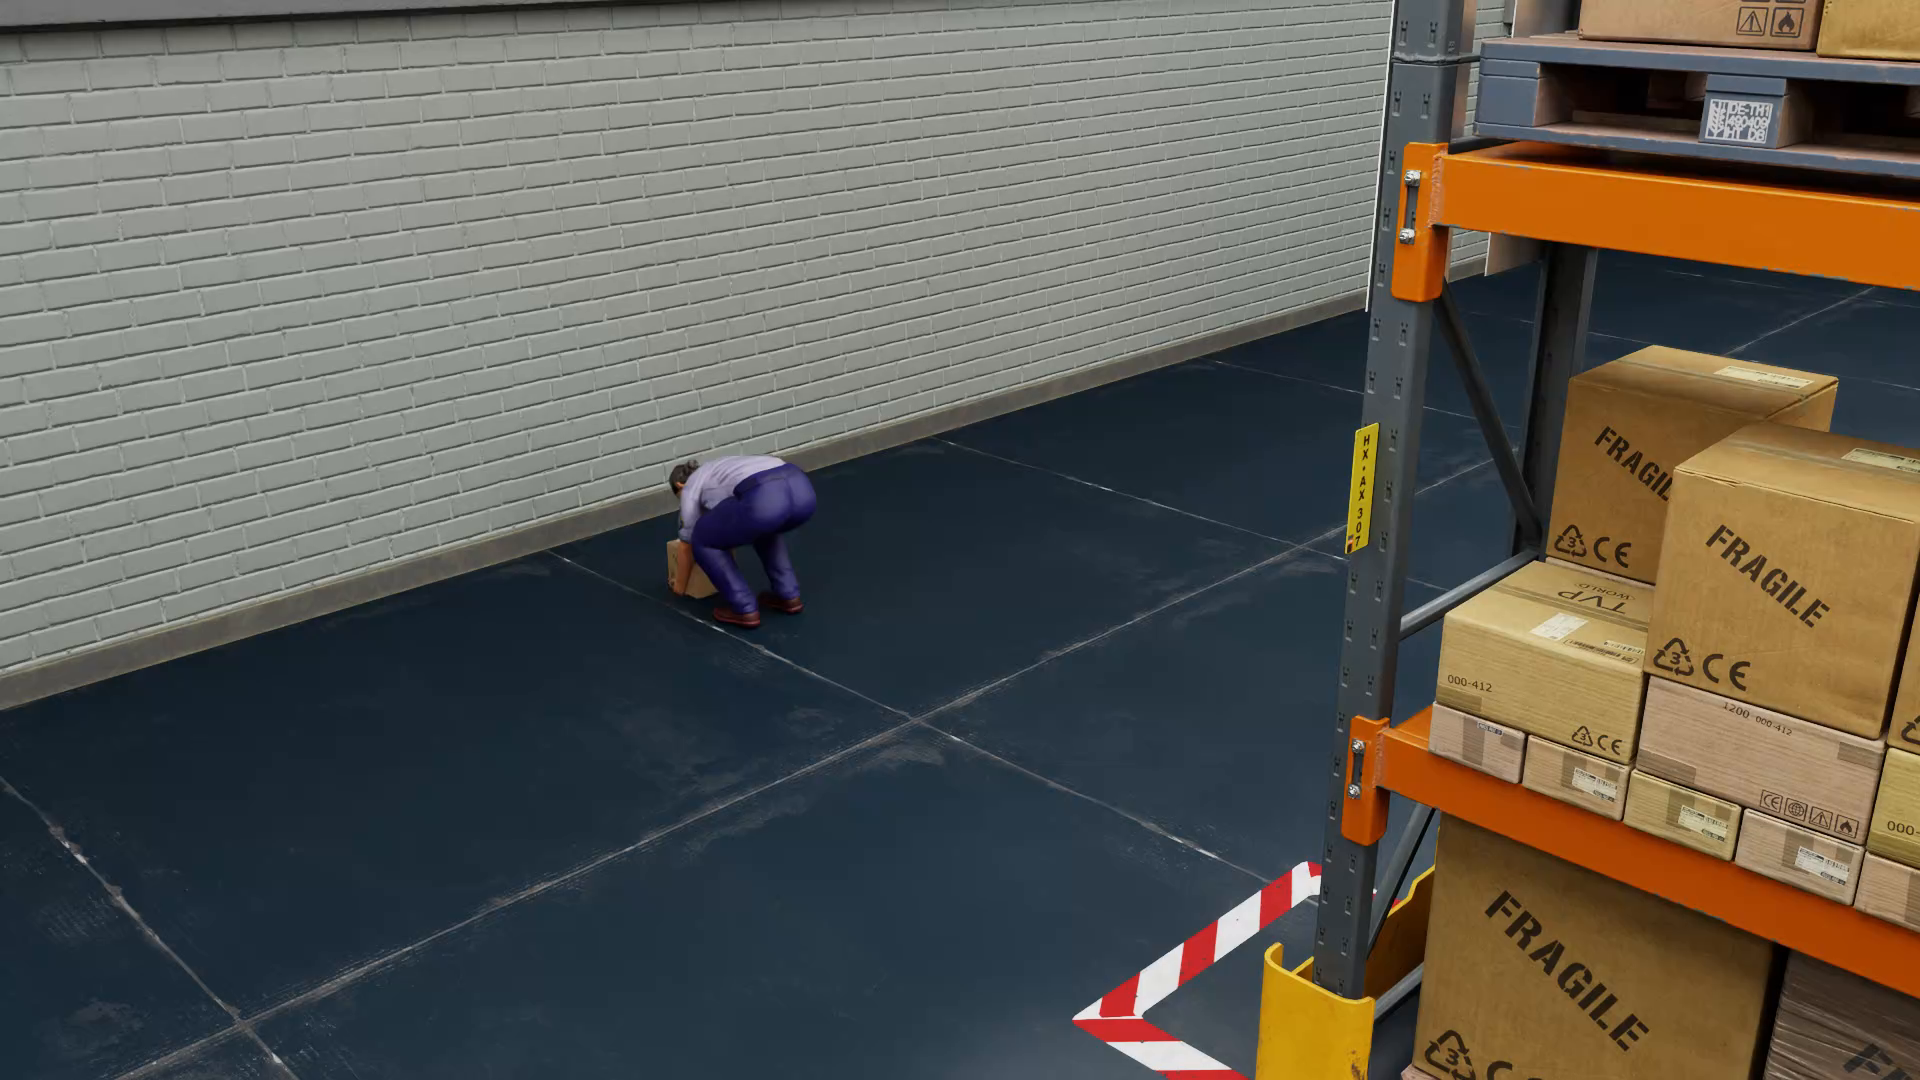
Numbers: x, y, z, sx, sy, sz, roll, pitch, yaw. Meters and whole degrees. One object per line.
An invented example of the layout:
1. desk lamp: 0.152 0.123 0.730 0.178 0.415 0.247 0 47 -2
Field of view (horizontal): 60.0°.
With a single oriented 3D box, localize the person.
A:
1. person: -1.148 -0.052 8.408 0.836 0.830 0.502 17 27 38
